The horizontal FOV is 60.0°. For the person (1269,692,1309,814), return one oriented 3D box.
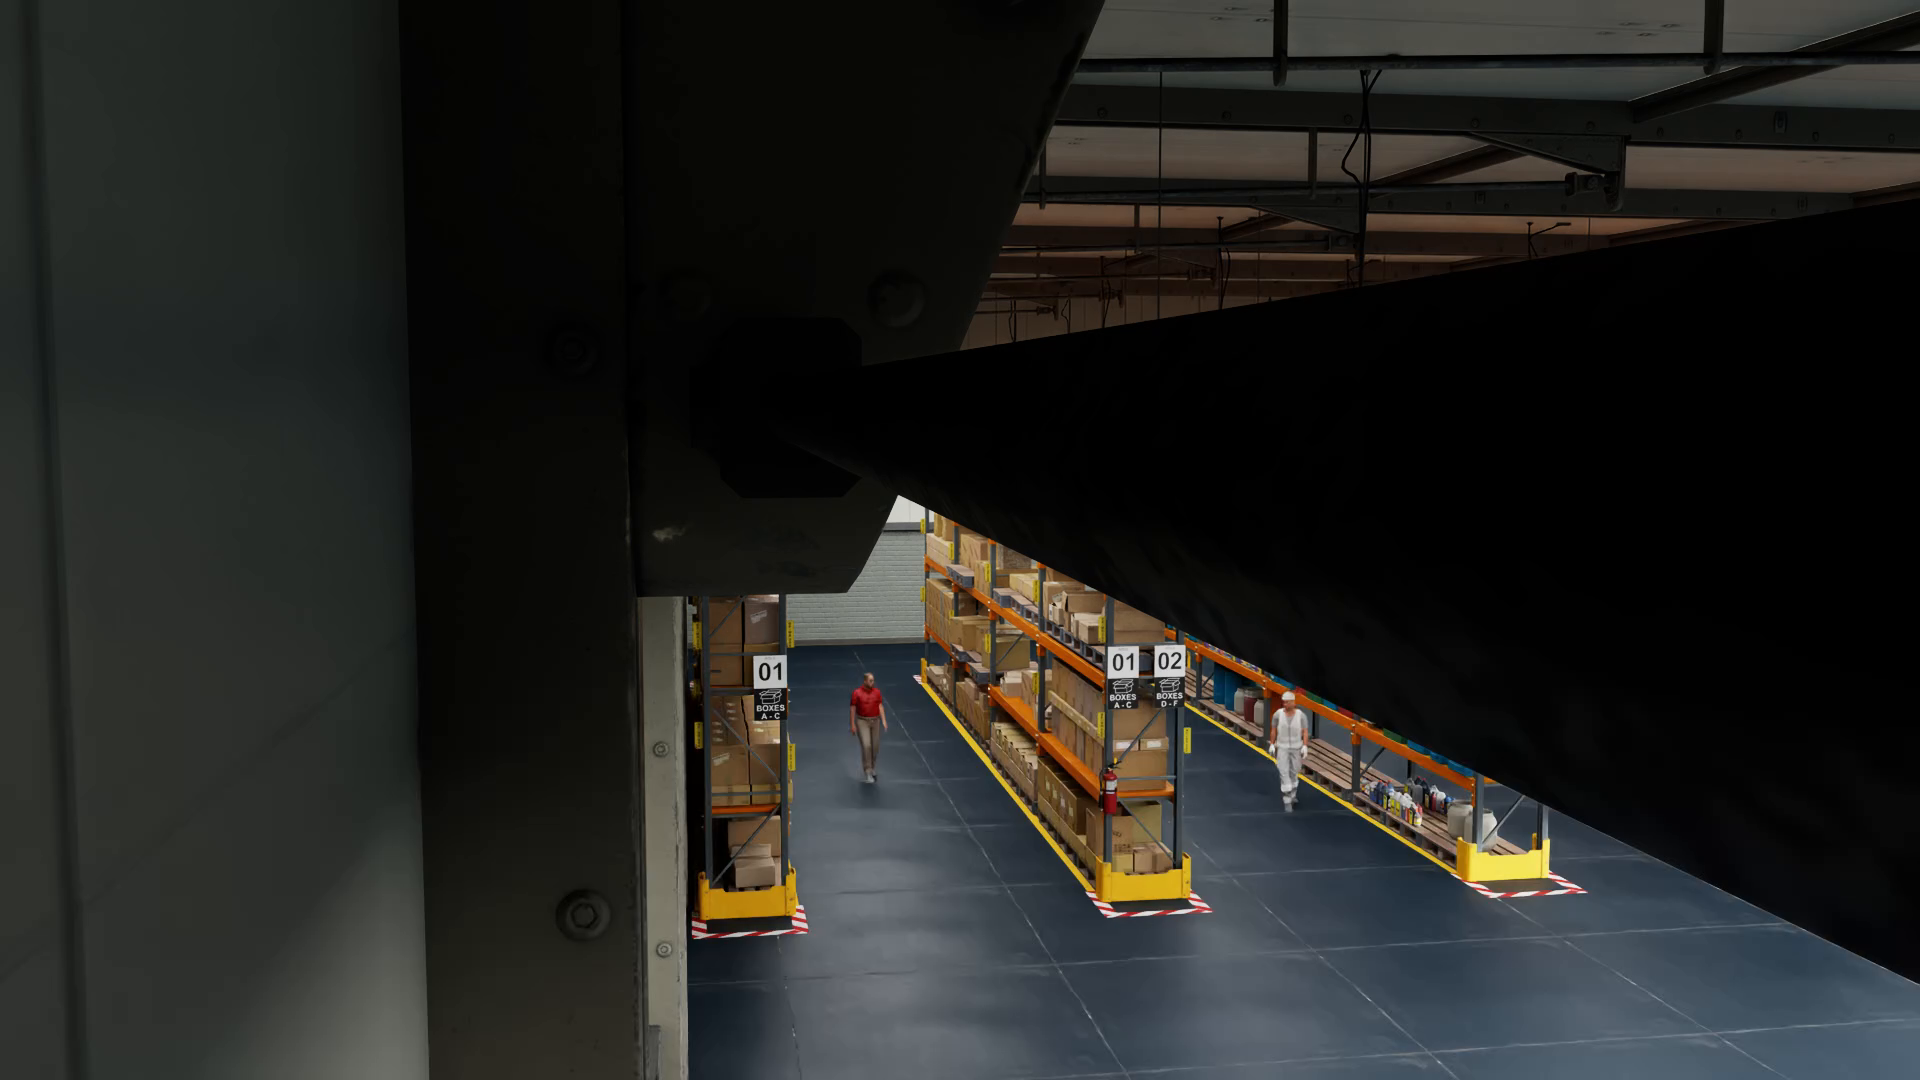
[{"bbox_3d":[5.025,3.211,25.389,0.585,1.788,0.819,1,5,8],"label":"person"}]

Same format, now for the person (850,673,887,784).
[{"bbox_3d":[-1.444,3.084,27.345,0.558,1.756,0.680,-3,6,-32],"label":"person"}]
